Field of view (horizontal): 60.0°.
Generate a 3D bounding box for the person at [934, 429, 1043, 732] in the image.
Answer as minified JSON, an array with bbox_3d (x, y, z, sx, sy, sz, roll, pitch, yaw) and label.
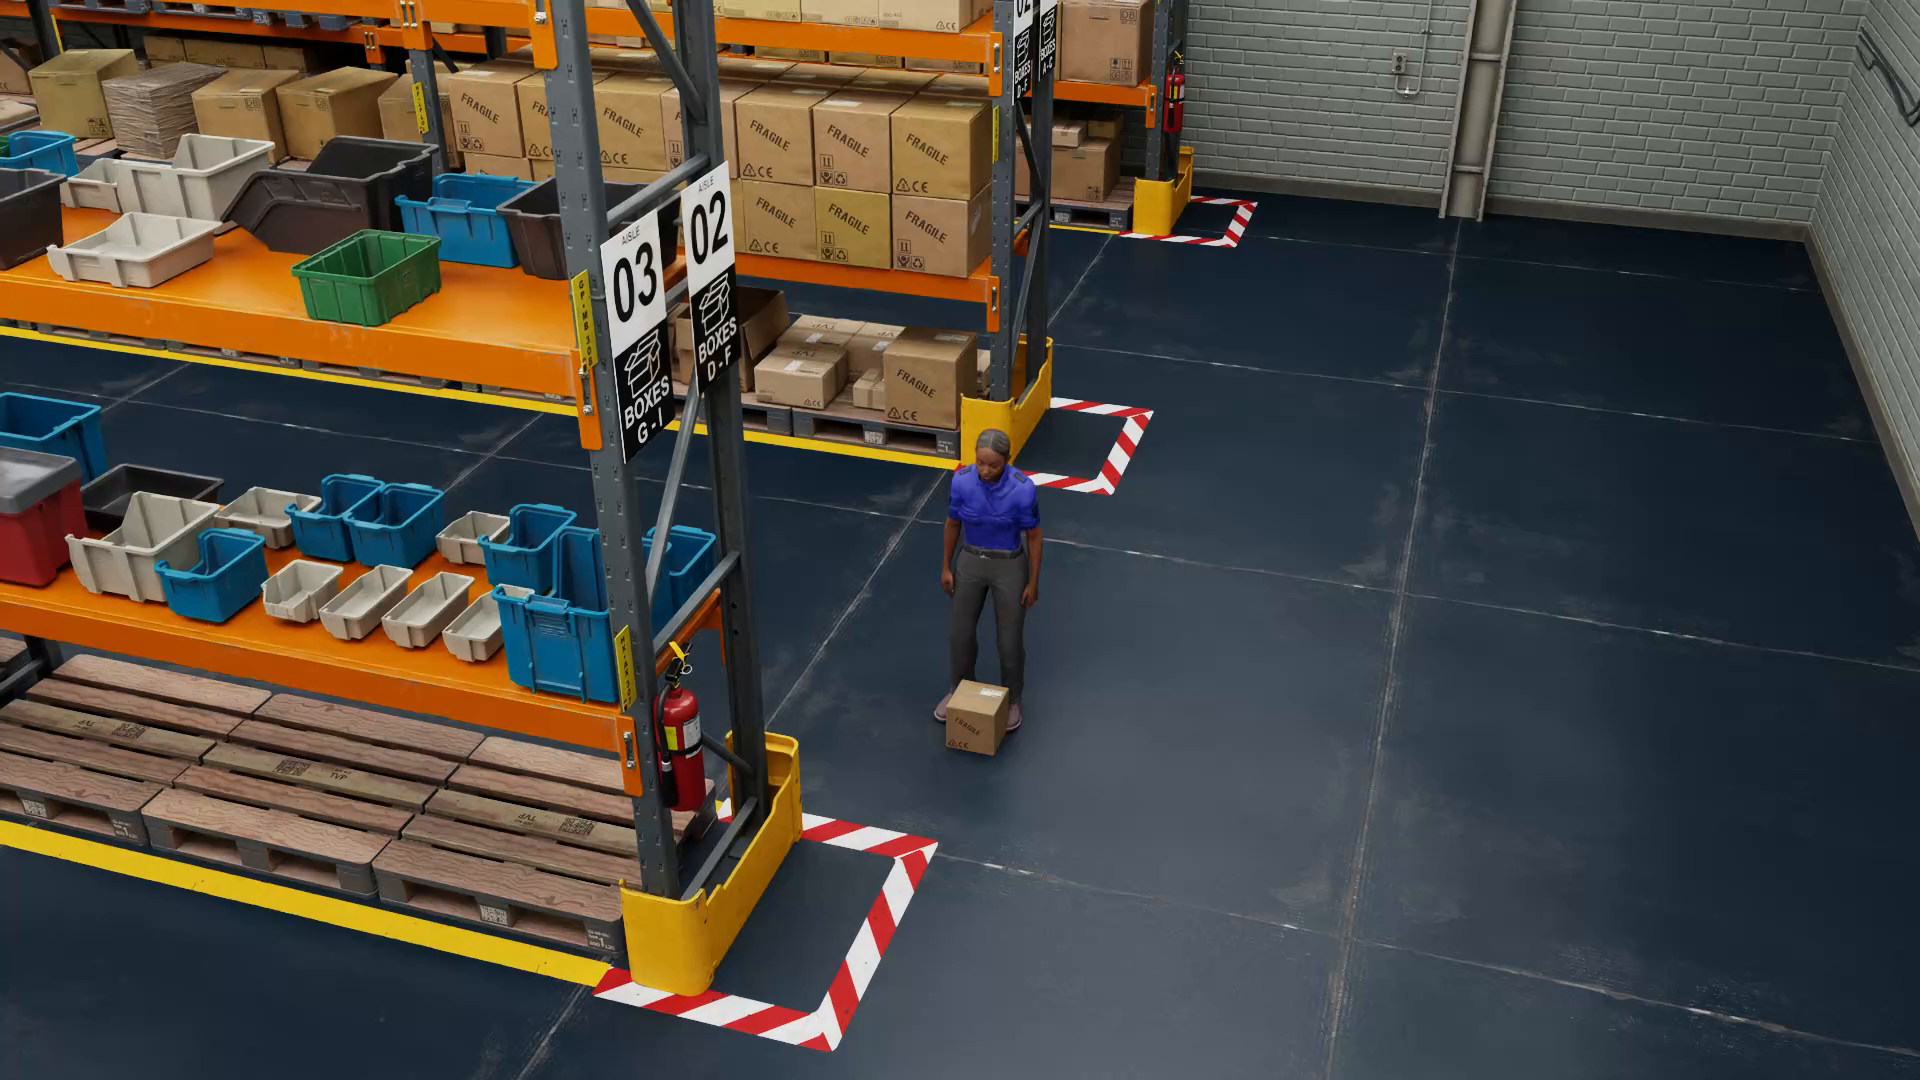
[{"bbox_3d":[0.144,0.171,8.202,0.516,1.654,0.353,8,30,14],"label":"person"}]
